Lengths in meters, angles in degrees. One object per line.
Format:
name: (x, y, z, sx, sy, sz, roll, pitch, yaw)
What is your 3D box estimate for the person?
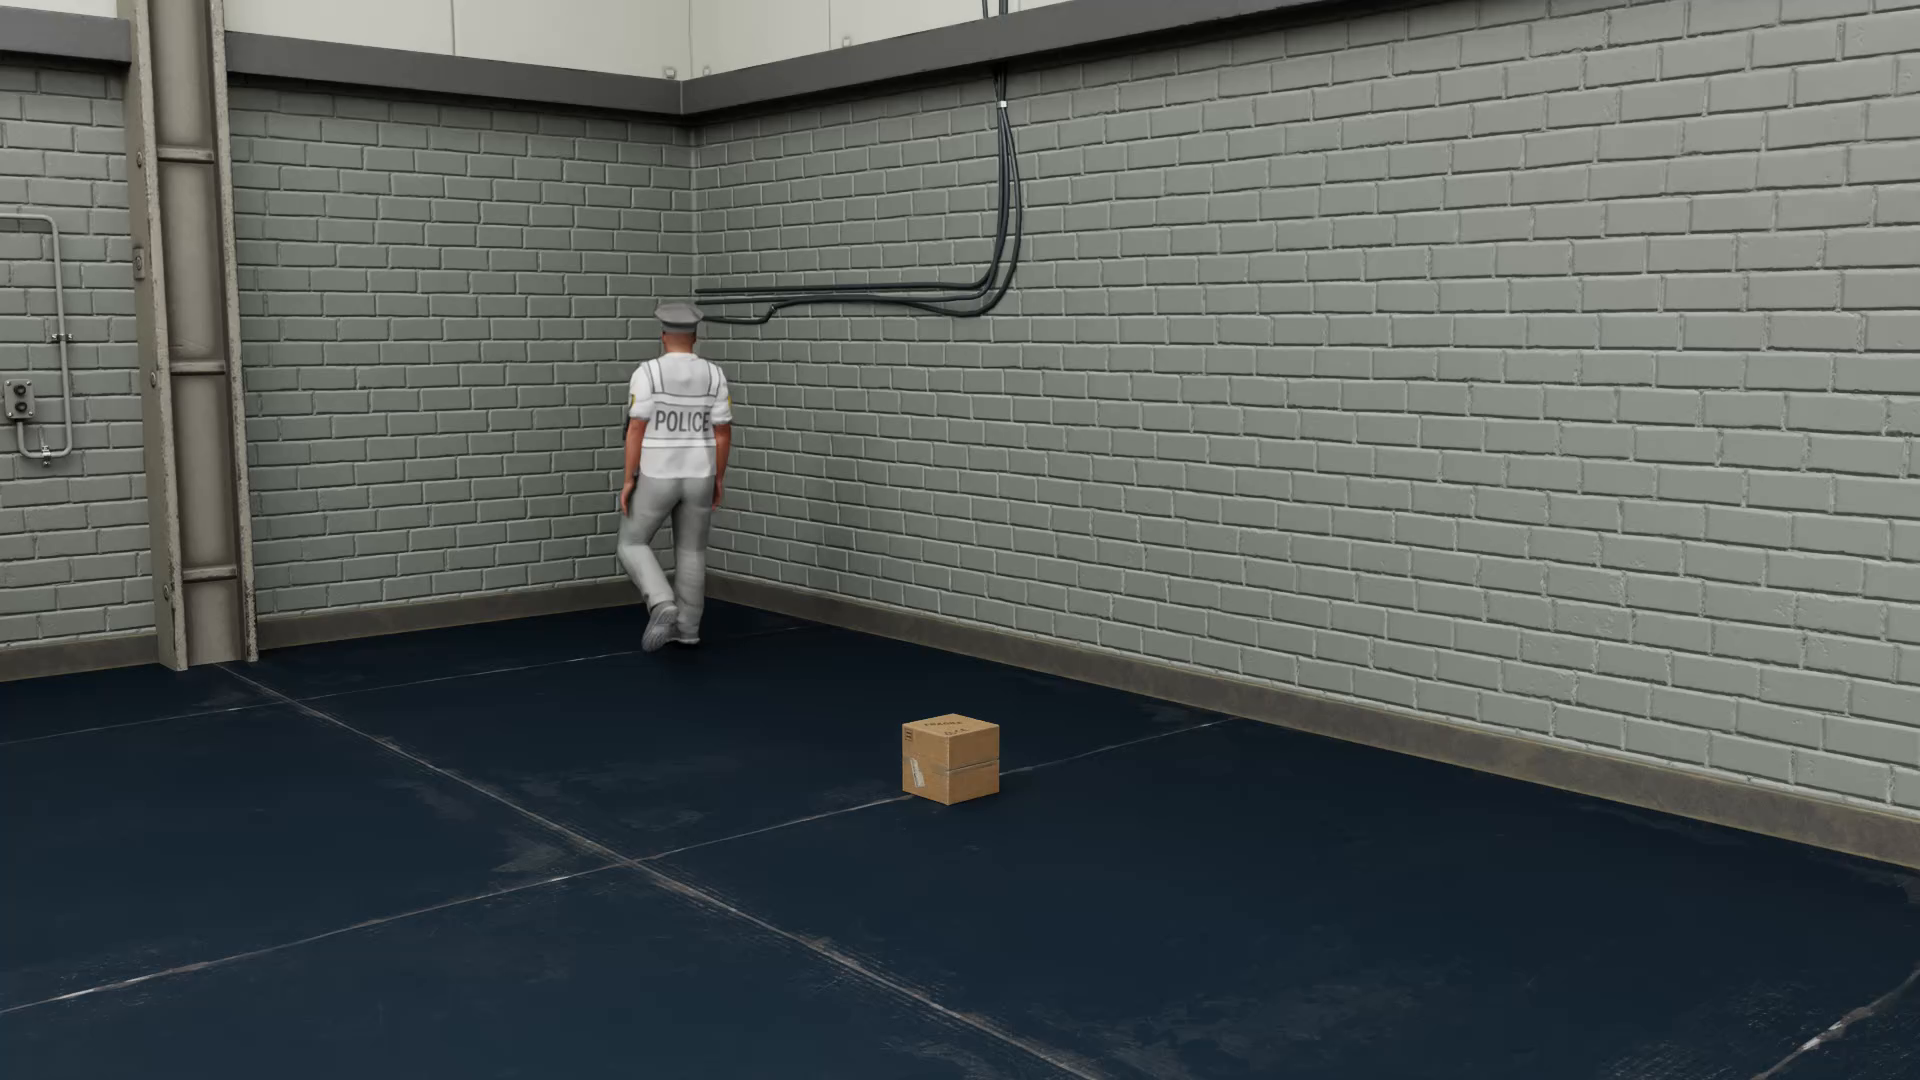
person: (-1.469, -0.319, 8.478, 0.579, 1.764, 0.619, -4, 8, -30)
